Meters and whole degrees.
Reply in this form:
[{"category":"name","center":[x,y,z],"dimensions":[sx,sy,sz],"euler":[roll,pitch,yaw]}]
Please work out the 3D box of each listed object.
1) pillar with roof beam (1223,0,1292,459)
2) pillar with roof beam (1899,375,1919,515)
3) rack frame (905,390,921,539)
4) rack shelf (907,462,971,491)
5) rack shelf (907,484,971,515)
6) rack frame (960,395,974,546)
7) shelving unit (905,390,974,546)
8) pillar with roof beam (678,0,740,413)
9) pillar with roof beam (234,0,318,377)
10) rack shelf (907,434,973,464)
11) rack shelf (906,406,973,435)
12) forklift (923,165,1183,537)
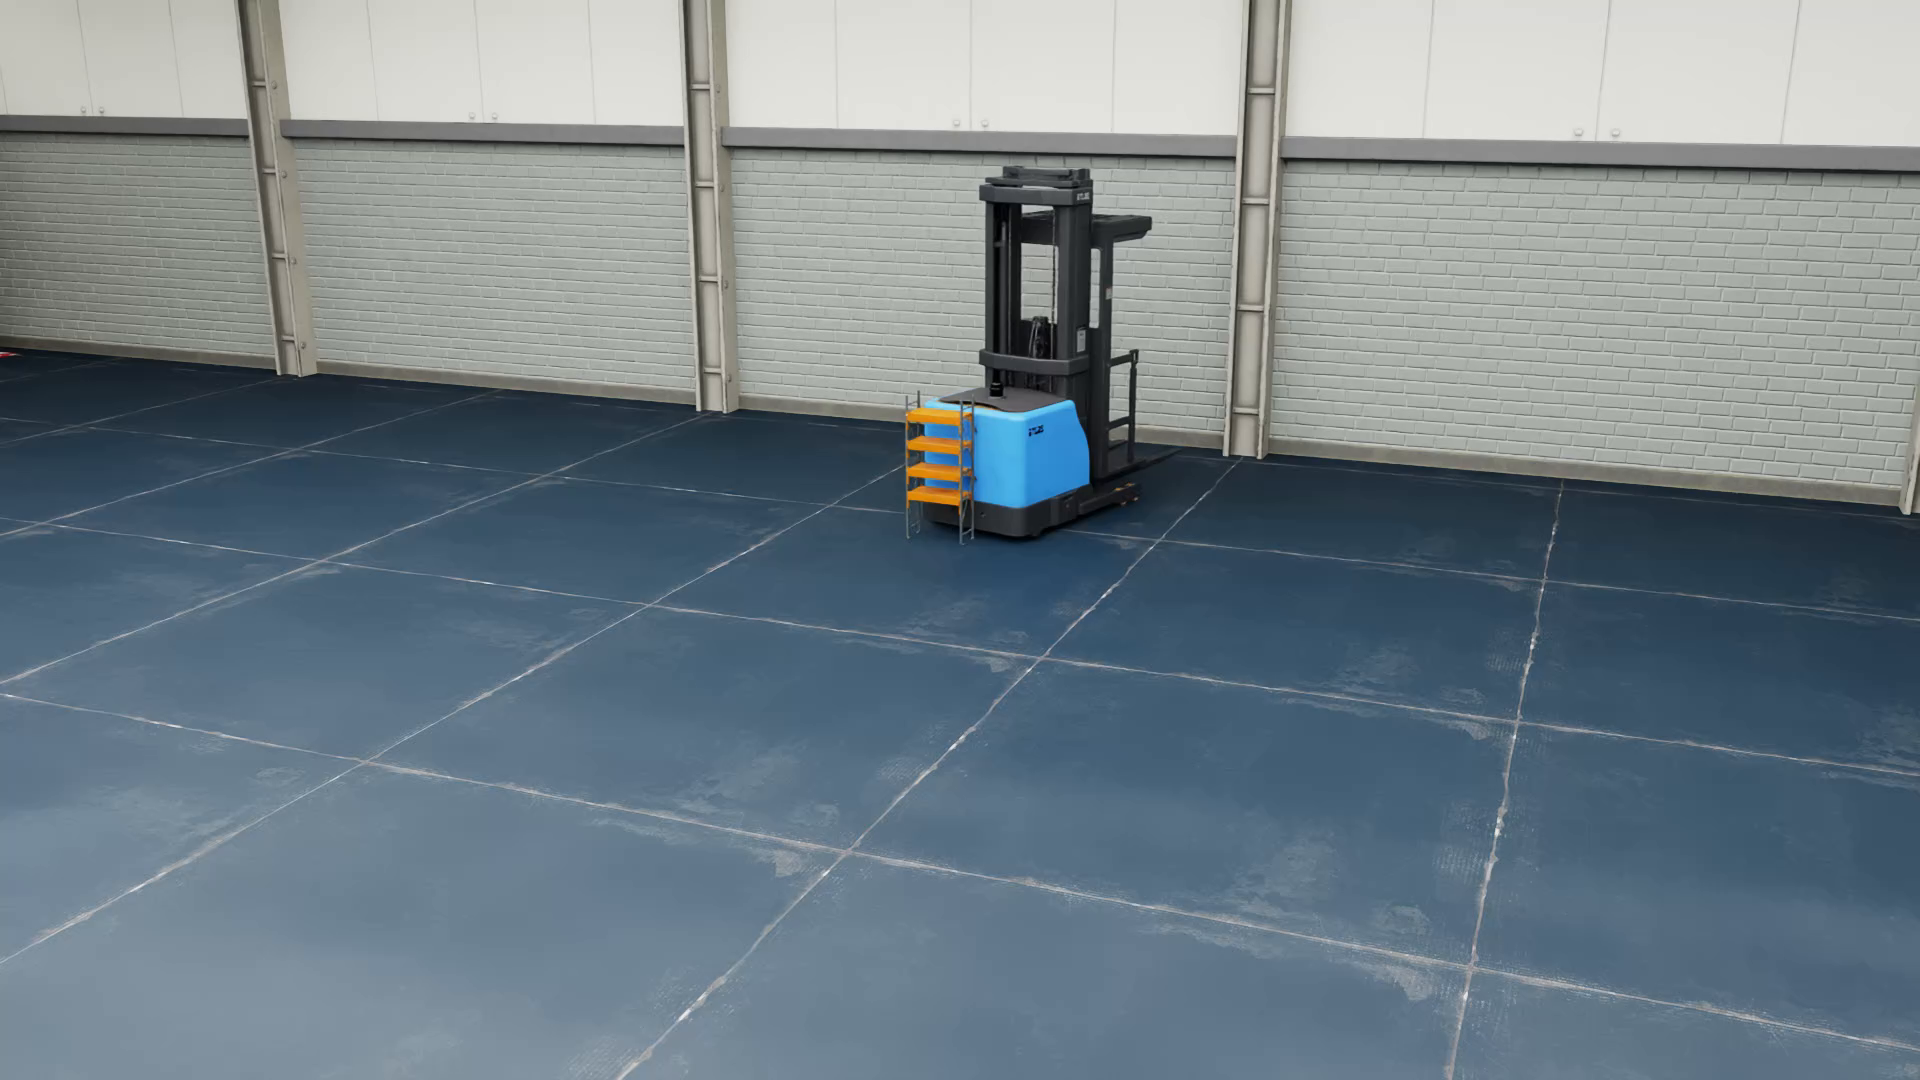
[{"category":"pillar with roof beam","center":[1.278,-4.065,11.534],"dimensions":[0.400,9.000,9.100],"euler":[6,17,21]},{"category":"pillar with roof beam","center":[6.859,-3.451,9.420],"dimensions":[0.400,9.000,9.100],"euler":[6,17,21]},{"category":"rack frame","center":[-0.384,-0.618,13.650],"dimensions":[0.015,1.200,0.240],"euler":[8,18,24]},{"category":"rack shelf","center":[-0.163,-0.524,13.569],"dimensions":[0.480,0.148,0.258],"euler":[8,18,24]},{"category":"rack shelf","center":[-0.163,-0.334,13.624],"dimensions":[0.480,0.148,0.258],"euler":[8,18,24]},{"category":"rack frame","center":[0.057,-0.560,13.450],"dimensions":[0.015,1.200,0.240],"euler":[8,18,24]},{"category":"shelving unit","center":[-0.163,-0.589,13.550],"dimensions":[0.503,1.200,0.258],"euler":[8,18,24]},{"category":"pillar with roof beam","center":[-4.304,-4.679,13.649],"dimensions":[0.400,9.000,9.100],"euler":[6,17,21]},{"category":"pillar with roof beam","center":[-9.886,-5.292,15.763],"dimensions":[0.400,9.000,9.100],"euler":[6,17,21]},{"category":"rack shelf","center":[-0.163,-0.739,13.506],"dimensions":[0.480,0.148,0.258],"euler":[8,18,24]},{"category":"rack shelf","center":[-0.163,-0.966,13.441],"dimensions":[0.480,0.148,0.258],"euler":[8,18,24]},{"category":"forklift","center":[0.963,-1.780,14.548],"dimensions":[1.130,2.935,3.031],"euler":[12,20,35]}]
